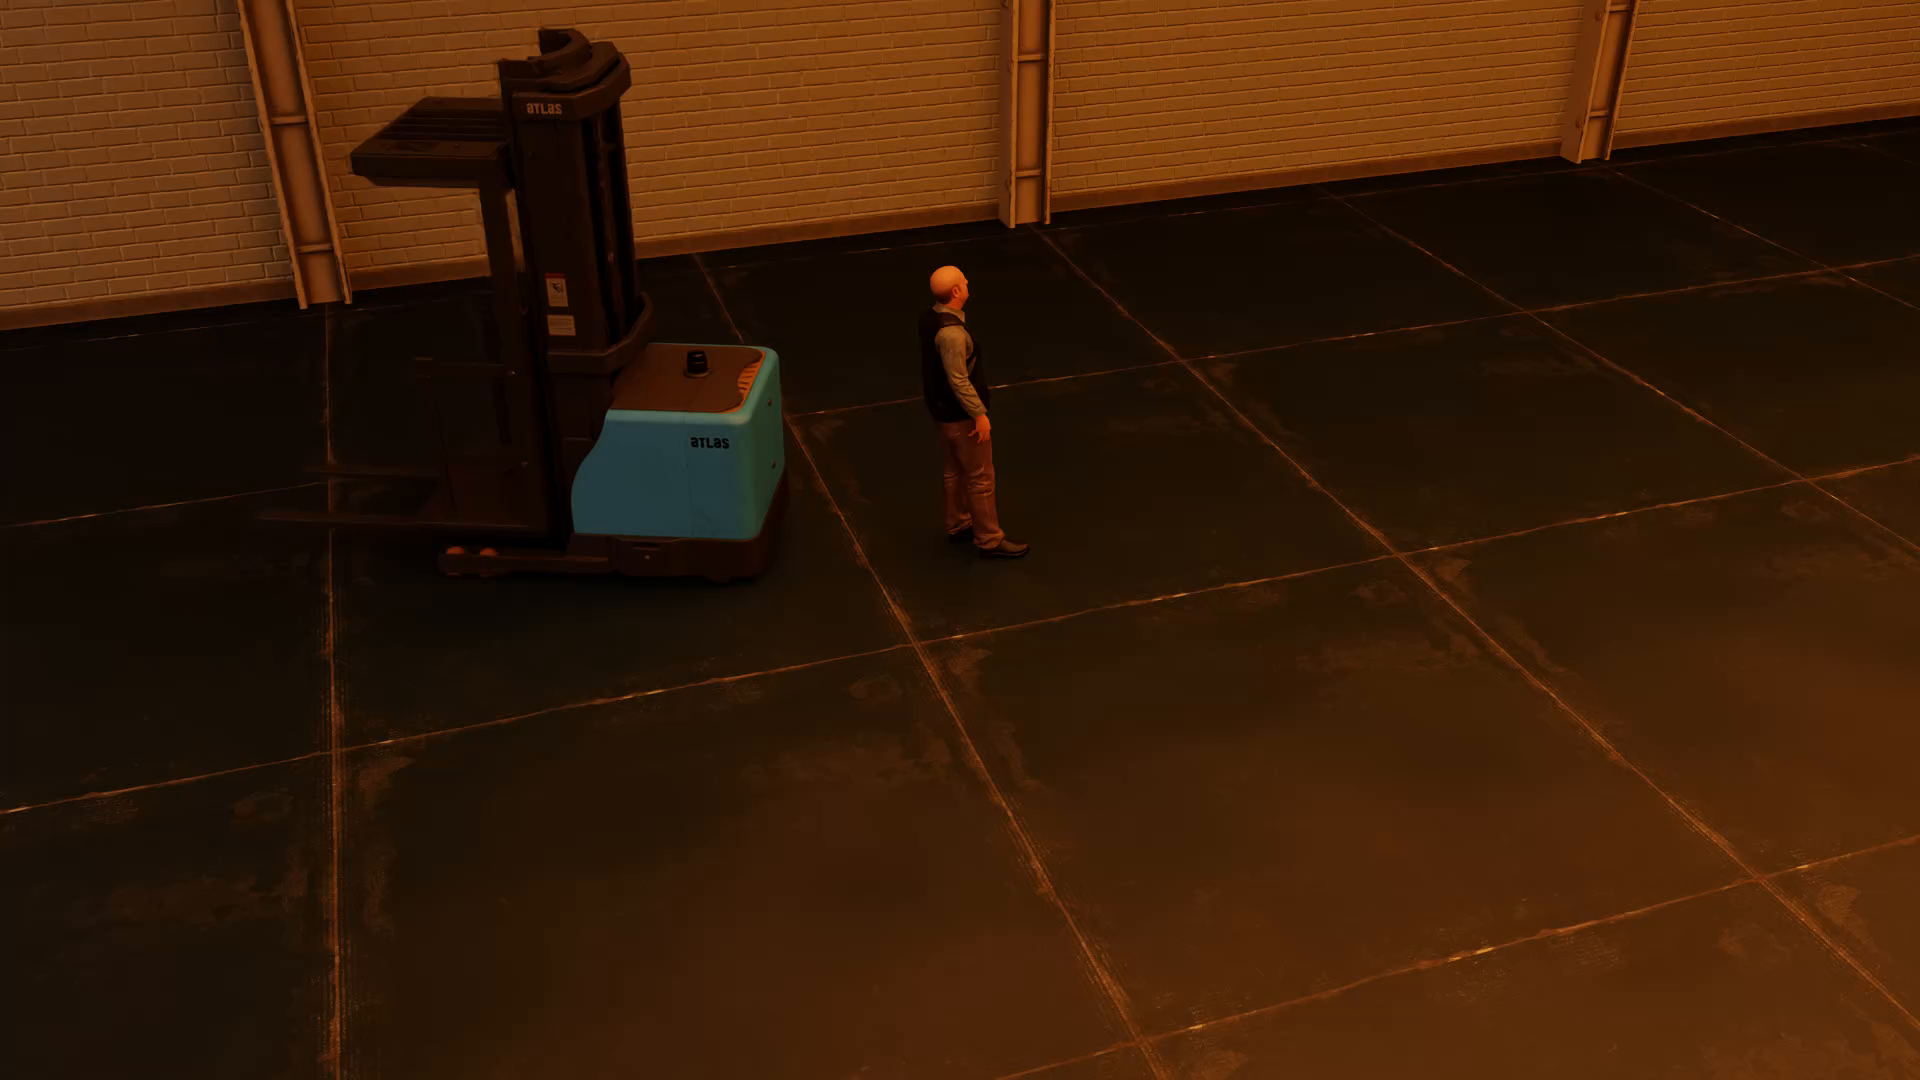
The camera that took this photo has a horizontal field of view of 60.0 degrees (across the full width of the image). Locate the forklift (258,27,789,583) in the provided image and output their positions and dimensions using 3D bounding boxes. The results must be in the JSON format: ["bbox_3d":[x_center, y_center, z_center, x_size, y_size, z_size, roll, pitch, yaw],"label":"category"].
[{"bbox_3d":[-2.606,-1.312,9.368,3.031,2.935,1.130,2,30,4],"label":"forklift"}]

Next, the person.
[{"bbox_3d":[0.061,-0.758,9.603,0.568,1.720,0.632,-10,31,-16],"label":"person"}]
